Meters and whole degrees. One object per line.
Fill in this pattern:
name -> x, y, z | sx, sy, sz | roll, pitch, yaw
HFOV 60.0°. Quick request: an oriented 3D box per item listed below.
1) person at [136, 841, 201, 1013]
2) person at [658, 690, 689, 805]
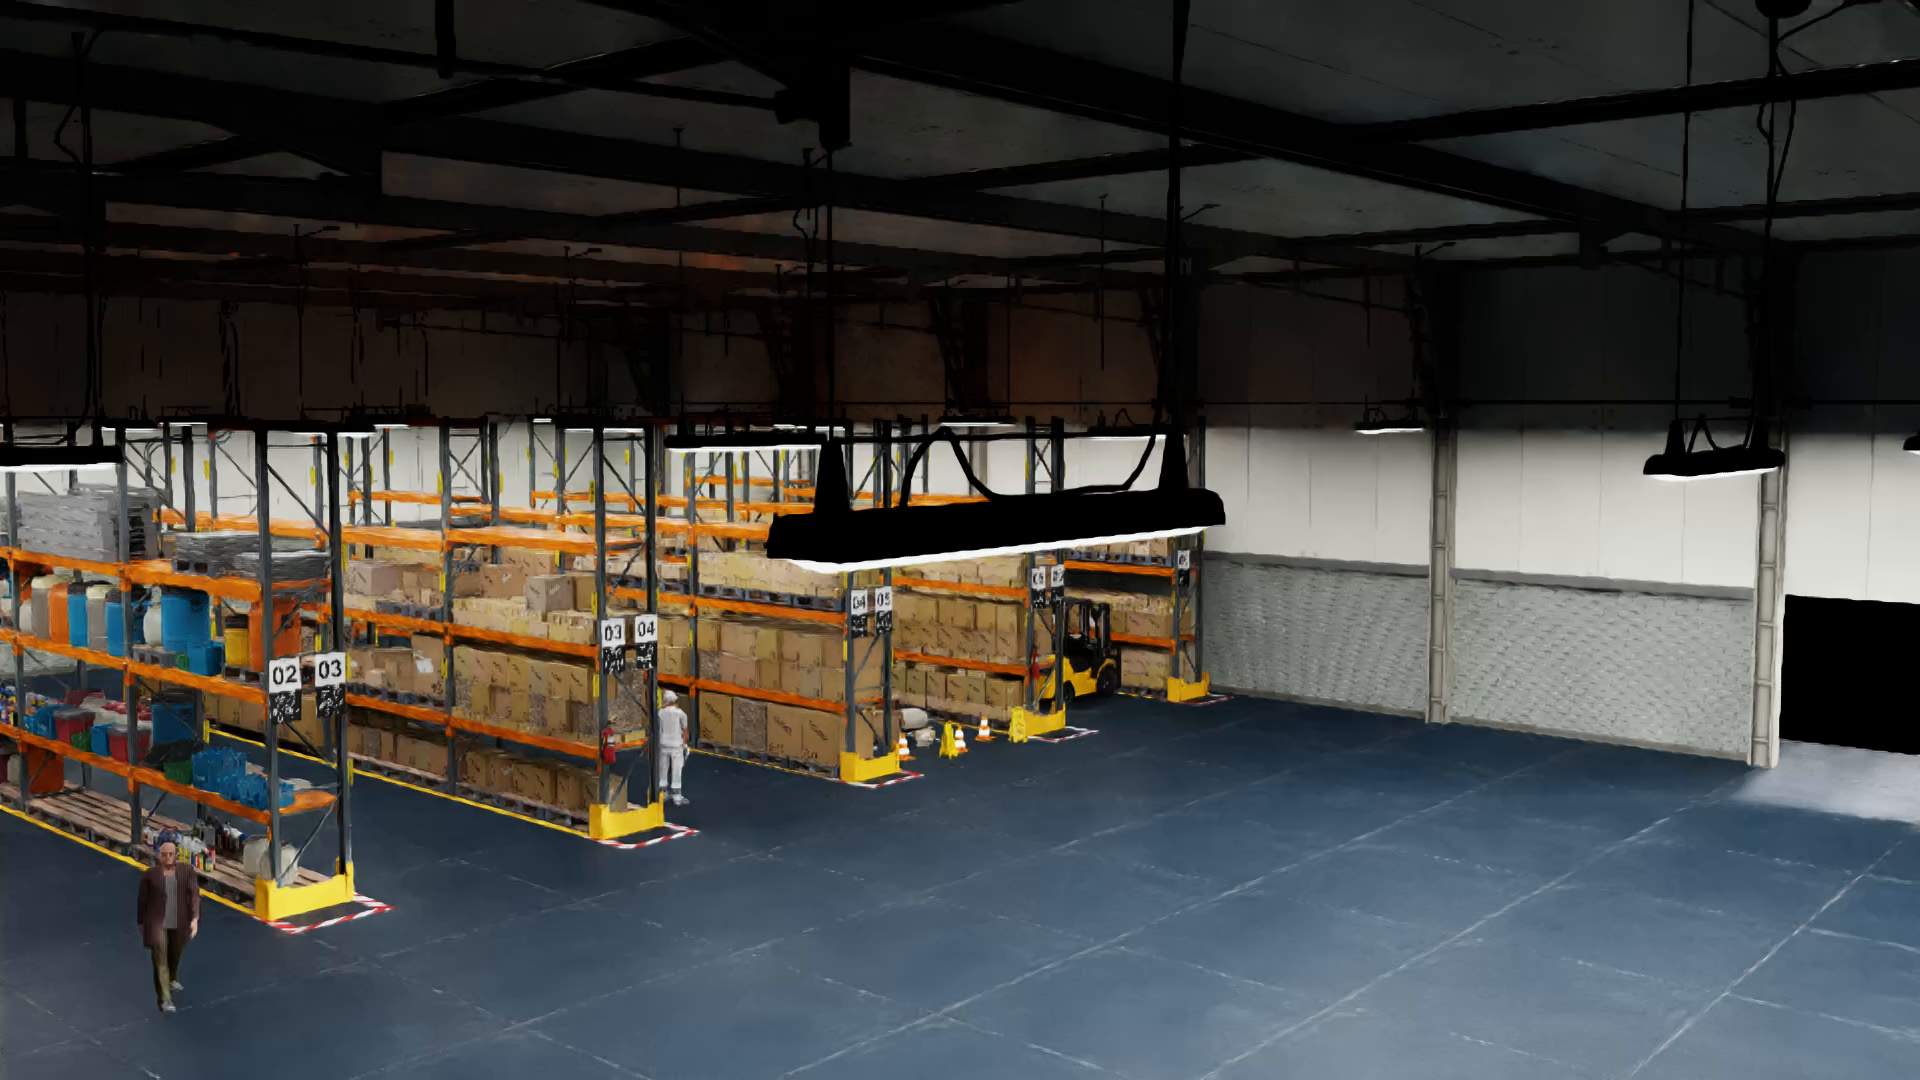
person -> -8.285, 4.007, 17.445 | 0.565, 1.716, 1.103 | -4, 6, -40
person -> -4.540, 3.243, 26.180 | 0.600, 1.787, 0.443 | 1, 5, 10
